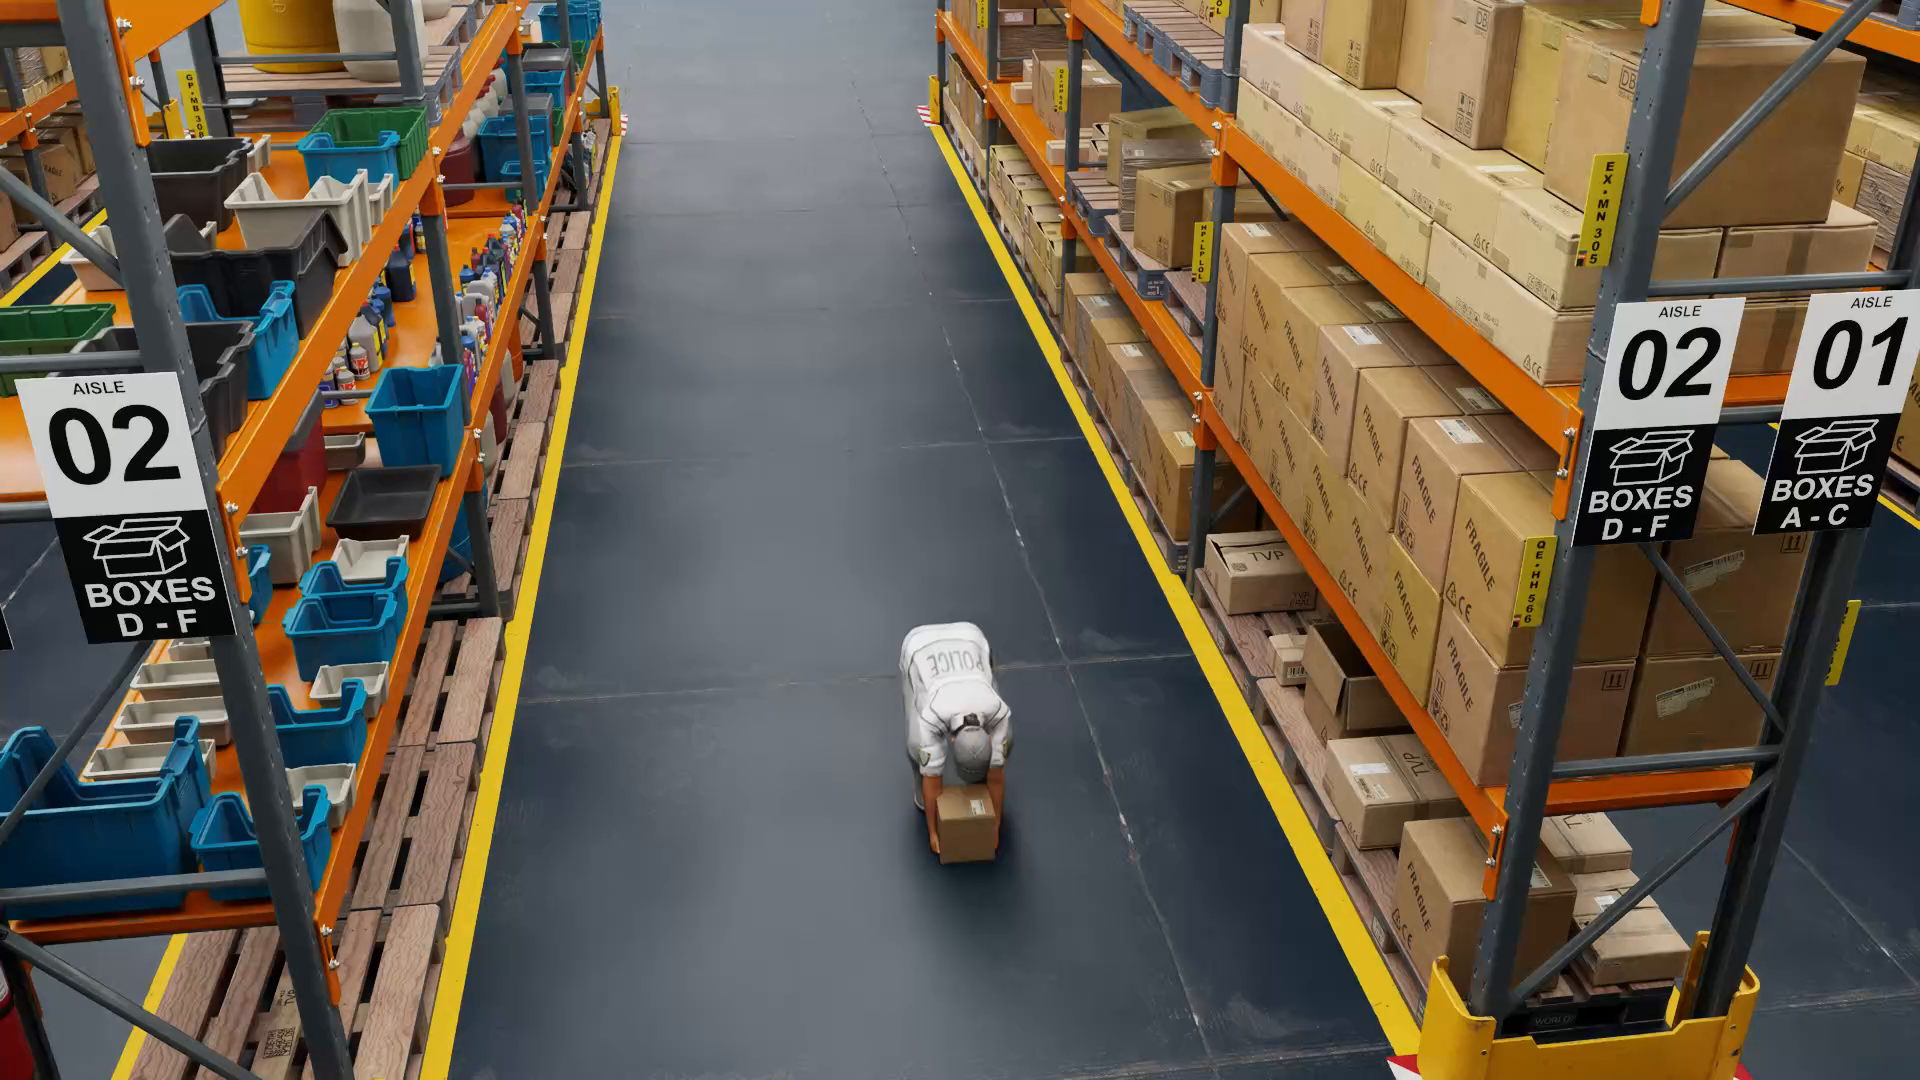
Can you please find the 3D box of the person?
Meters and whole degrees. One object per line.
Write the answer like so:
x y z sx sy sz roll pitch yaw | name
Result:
-0.033 0.460 7.722 0.547 1.664 0.470 -5 28 -9 | person
